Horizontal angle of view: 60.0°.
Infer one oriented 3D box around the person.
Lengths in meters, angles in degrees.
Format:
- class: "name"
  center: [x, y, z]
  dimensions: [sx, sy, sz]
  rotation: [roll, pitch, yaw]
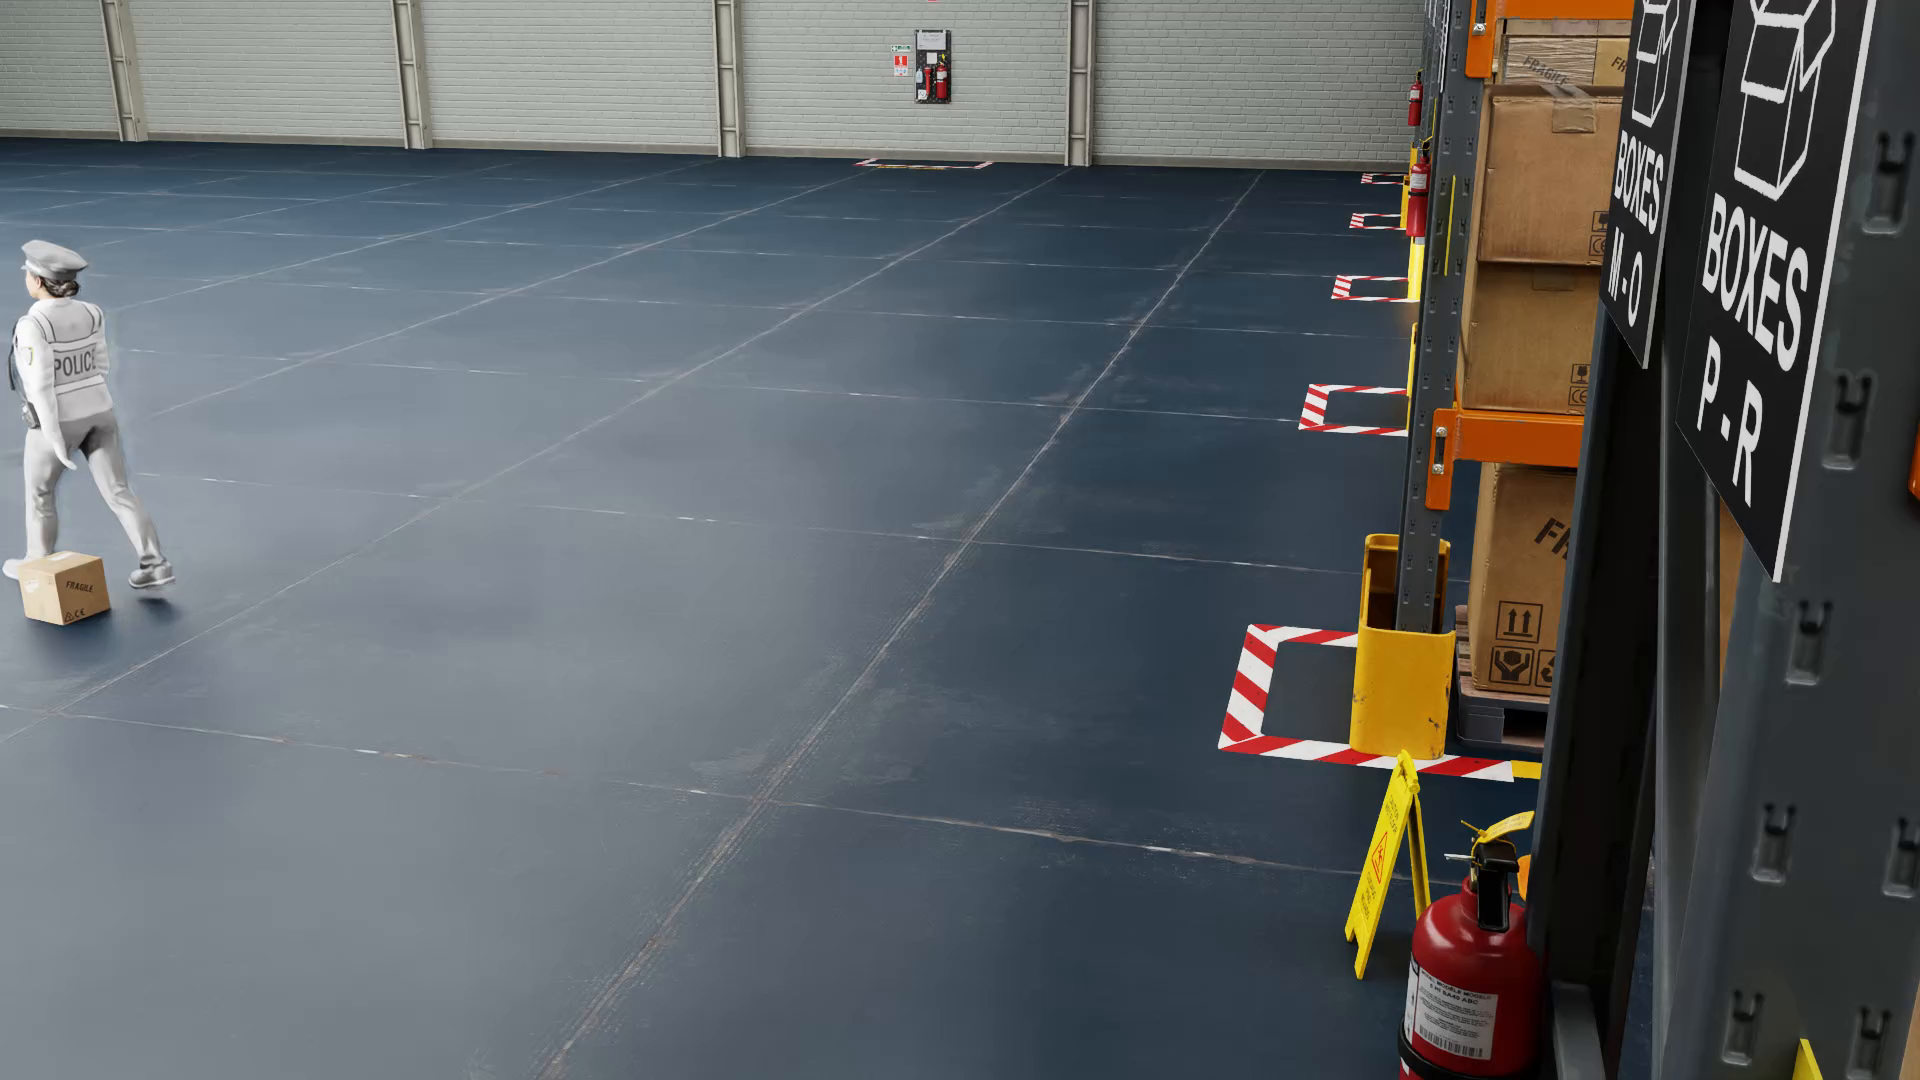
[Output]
- class: "person"
  center: [-4.144, -0.574, 7.708]
  dimensions: [0.983, 1.634, 0.492]
  rotation: [9, 20, 26]
